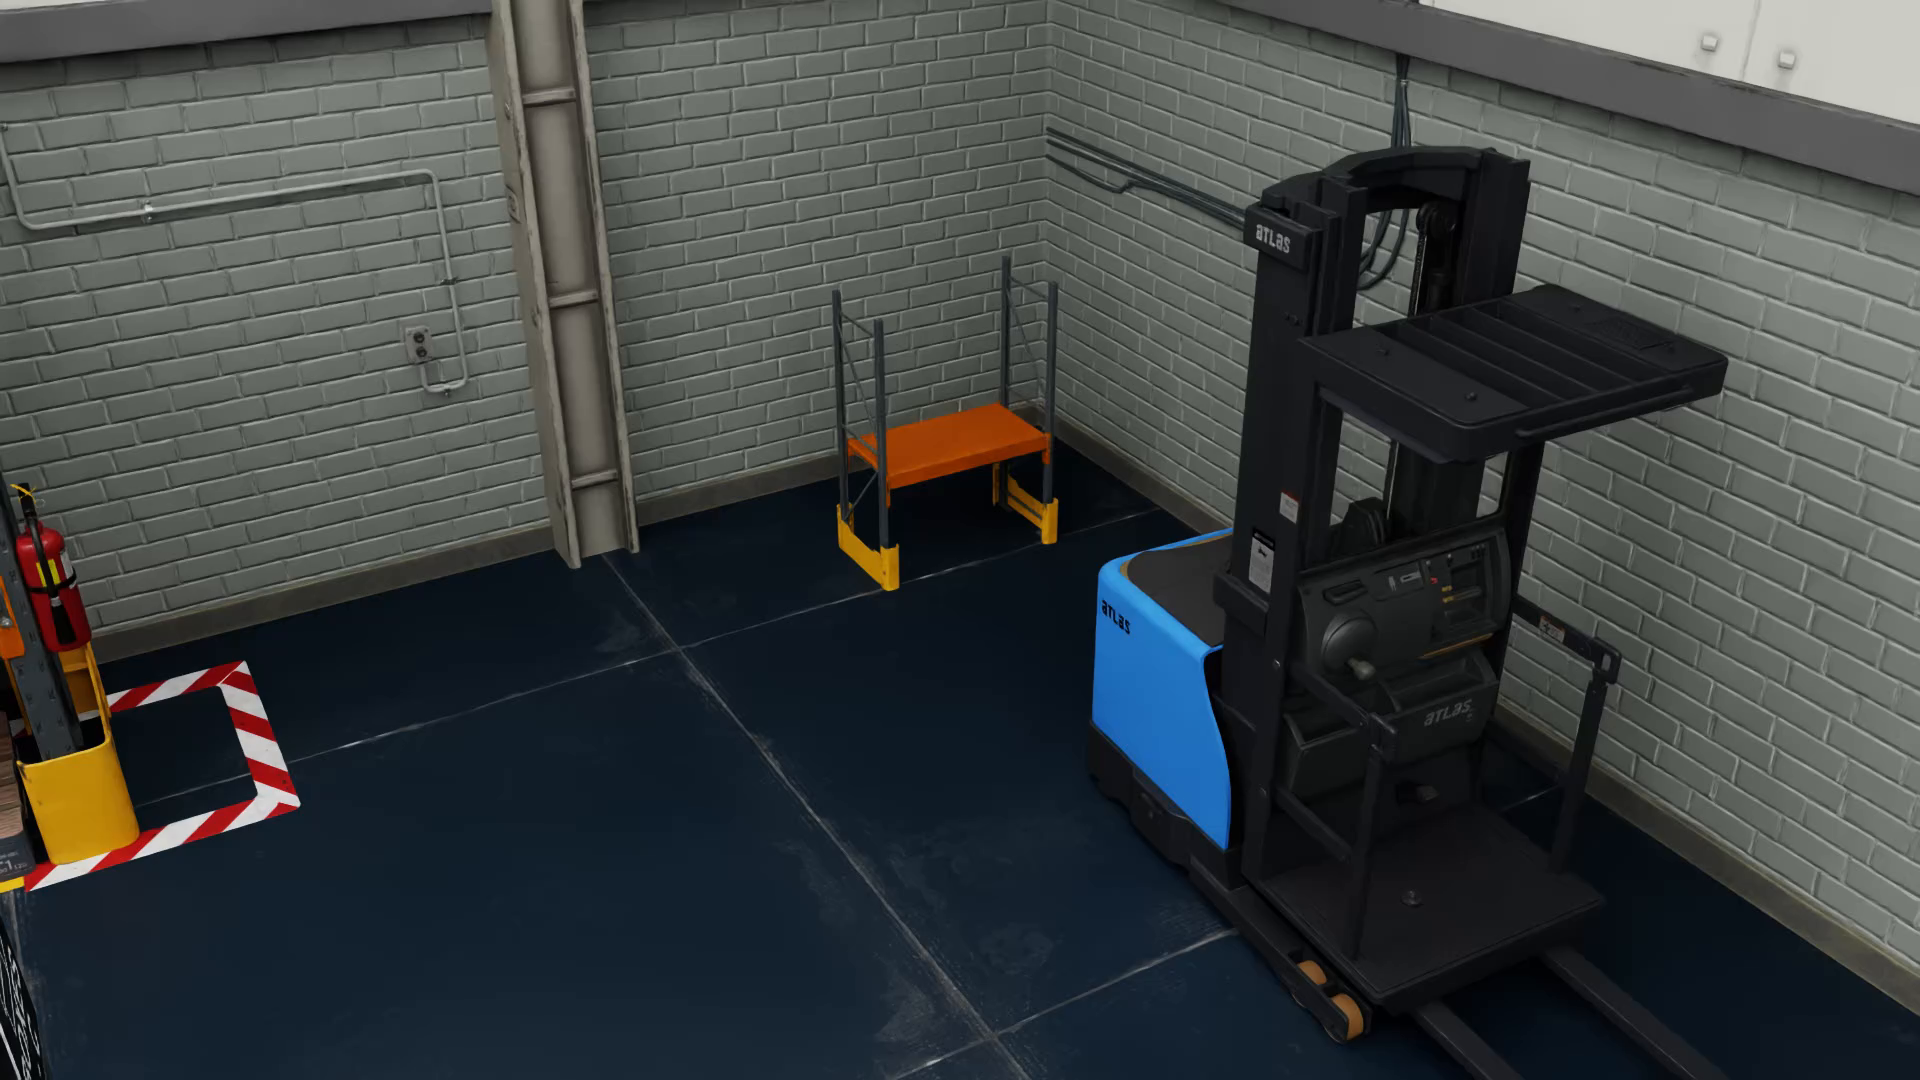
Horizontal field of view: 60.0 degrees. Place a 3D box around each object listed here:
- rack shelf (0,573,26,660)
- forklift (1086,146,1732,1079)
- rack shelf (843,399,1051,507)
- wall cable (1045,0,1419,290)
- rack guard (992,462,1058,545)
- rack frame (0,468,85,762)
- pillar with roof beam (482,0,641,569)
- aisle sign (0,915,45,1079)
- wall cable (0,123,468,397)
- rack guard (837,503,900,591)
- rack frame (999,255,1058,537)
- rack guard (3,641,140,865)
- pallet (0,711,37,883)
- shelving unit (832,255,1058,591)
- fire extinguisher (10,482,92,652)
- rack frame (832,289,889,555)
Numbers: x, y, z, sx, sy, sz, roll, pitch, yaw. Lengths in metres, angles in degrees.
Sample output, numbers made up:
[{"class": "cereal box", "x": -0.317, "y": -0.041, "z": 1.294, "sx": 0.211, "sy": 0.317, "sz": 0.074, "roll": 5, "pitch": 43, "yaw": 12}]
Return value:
[{"class": "rack shelf", "x": -5.614, "y": 0.559, "z": 5.877, "sx": 4.000, "sy": 0.370, "sz": 1.077, "roll": -16, "pitch": 33, "yaw": -26}, {"class": "forklift", "x": 1.685, "y": 0.271, "z": 5.726, "sx": 1.130, "sy": 2.935, "sz": 3.031, "roll": -14, "pitch": 32, "yaw": -24}, {"class": "rack shelf", "x": -0.074, "y": -0.478, "z": 8.937, "sx": 1.000, "sy": 0.185, "sz": 0.538, "roll": -16, "pitch": 33, "yaw": -26}, {"class": "wall cable", "x": 1.168, "y": -2.748, "z": 8.130, "sx": 0.112, "sy": 2.526, "sz": 3.097, "roll": -16, "pitch": 33, "yaw": -26}, {"class": "rack guard", "x": 0.364, "y": -0.213, "z": 9.377, "sx": 0.087, "sy": 0.250, "sz": 0.587, "roll": -16, "pitch": 33, "yaw": -26}, {"class": "rack frame", "x": -3.890, "y": -0.246, "z": 6.591, "sx": 0.127, "sy": 3.000, "sz": 1.000, "roll": -16, "pitch": 33, "yaw": -26}, {"class": "pillar with roof beam", "x": 0.181, "y": -2.100, "z": 3.742, "sx": 0.400, "sy": 9.000, "sz": 9.100, "roll": -16, "pitch": 33, "yaw": -26}, {"class": "aisle sign", "x": -1.467, "y": 0.540, "z": 2.477, "sx": 0.004, "sy": 0.787, "sz": 0.394, "roll": -16, "pitch": 33, "yaw": -26}, {"class": "wall cable", "x": -3.265, "y": -1.398, "z": 7.627, "sx": 1.851, "sy": 1.984, "sz": 0.084, "roll": -16, "pitch": 33, "yaw": -26}, {"class": "rack guard", "x": -0.495, "y": 0.031, "z": 8.935, "sx": 0.087, "sy": 0.250, "sz": 0.587, "roll": -16, "pitch": 33, "yaw": -26}, {"class": "rack frame", "x": 0.365, "y": -0.760, "z": 9.075, "sx": 0.032, "sy": 1.500, "sz": 0.500, "roll": -16, "pitch": 33, "yaw": -26}, {"class": "rack guard", "x": -3.869, "y": 0.843, "z": 7.205, "sx": 0.348, "sy": 0.500, "sz": 1.175, "roll": -16, "pitch": 33, "yaw": -26}, {"class": "pallet", "x": -4.539, "y": 1.204, "z": 6.851, "sx": 1.213, "sy": 0.211, "sz": 1.003, "roll": -16, "pitch": 33, "yaw": -26}, {"class": "shelving unit", "x": -0.066, "y": -0.638, "z": 8.854, "sx": 1.083, "sy": 1.500, "sz": 0.587, "roll": -16, "pitch": 33, "yaw": -26}, {"class": "fire extinguisher", "x": -3.526, "y": 0.107, "z": 6.418, "sx": 0.183, "sy": 0.674, "sz": 0.296, "roll": -16, "pitch": 33, "yaw": -26}, {"class": "rack frame", "x": -0.512, "y": -0.511, "z": 8.624, "sx": 0.032, "sy": 1.500, "sz": 0.500, "roll": -16, "pitch": 33, "yaw": -26}]
